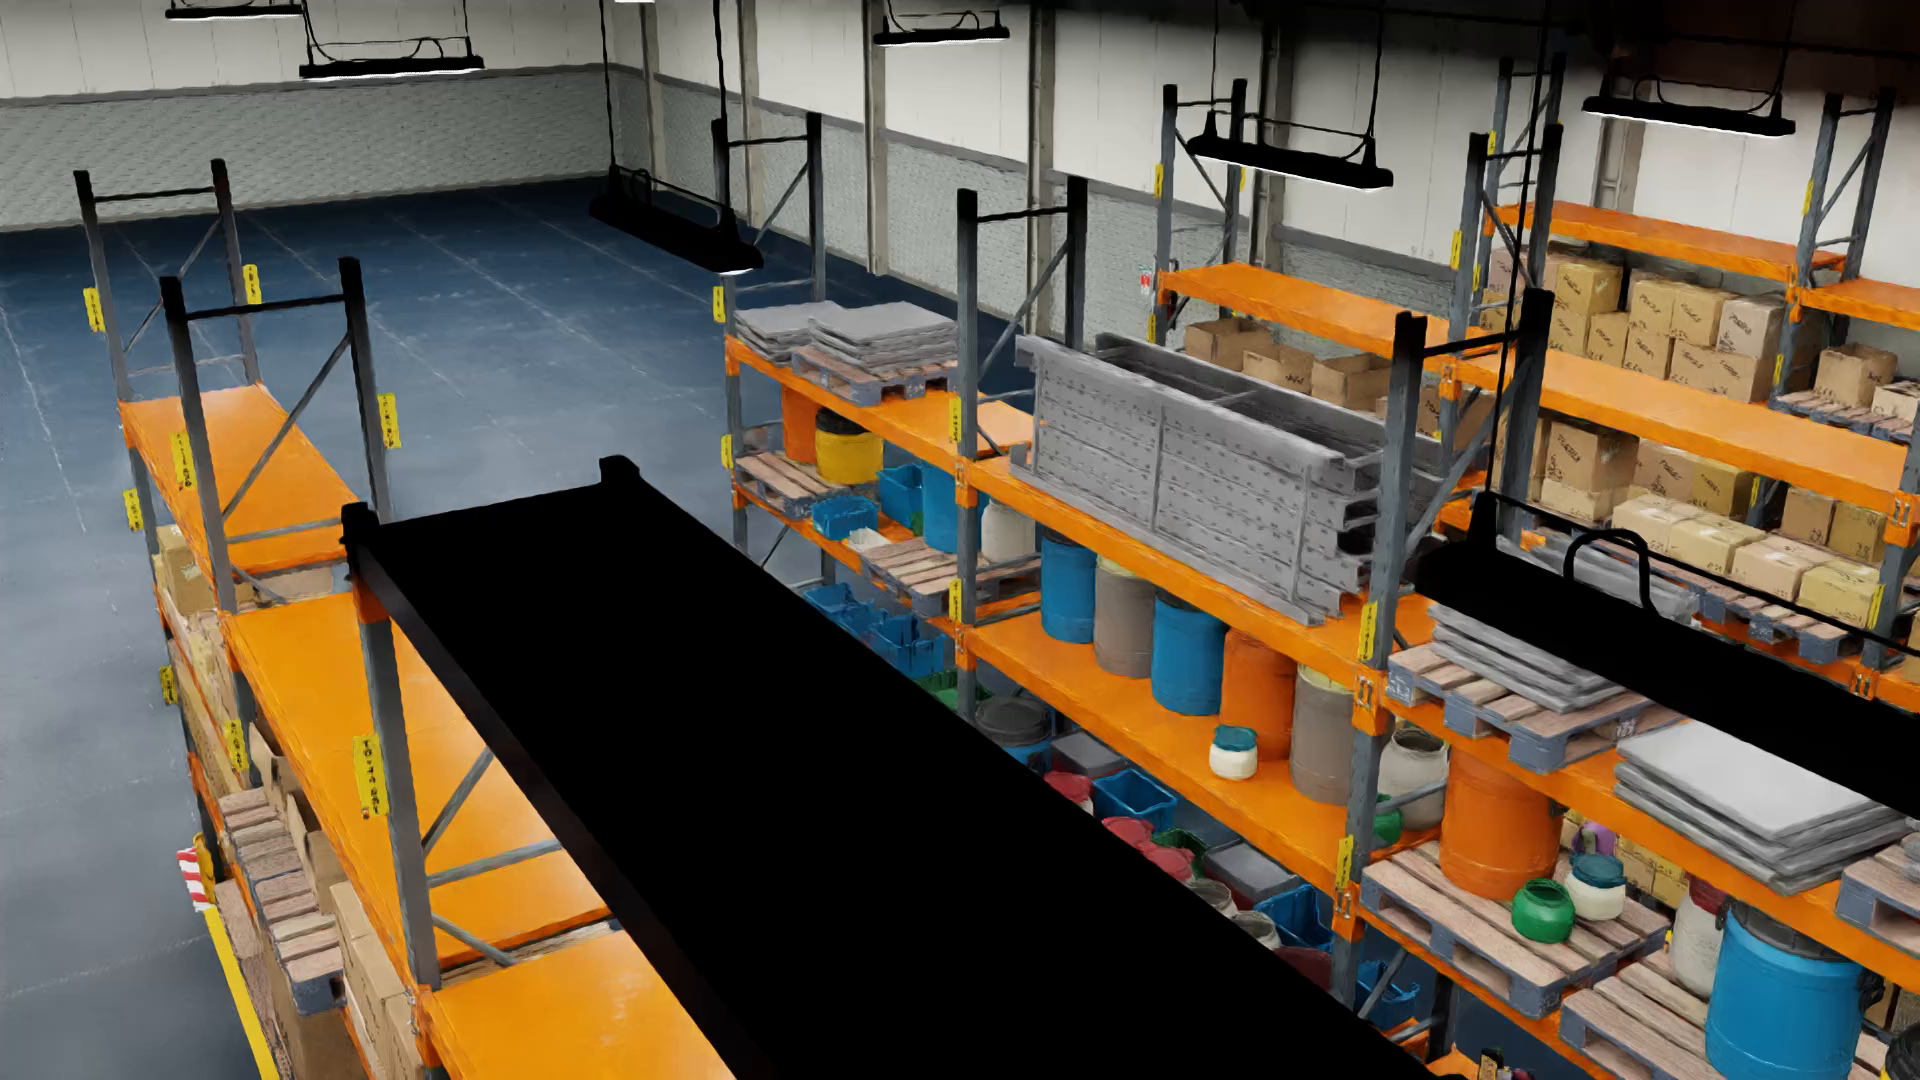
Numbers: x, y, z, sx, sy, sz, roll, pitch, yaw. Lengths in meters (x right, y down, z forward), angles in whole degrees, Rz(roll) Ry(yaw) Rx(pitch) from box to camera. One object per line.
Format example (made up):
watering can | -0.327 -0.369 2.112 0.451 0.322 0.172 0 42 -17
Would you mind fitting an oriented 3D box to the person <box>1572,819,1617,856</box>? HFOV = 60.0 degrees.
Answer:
person | 4.868 2.605 12.815 0.419 1.513 1.030 -14 26 -31
